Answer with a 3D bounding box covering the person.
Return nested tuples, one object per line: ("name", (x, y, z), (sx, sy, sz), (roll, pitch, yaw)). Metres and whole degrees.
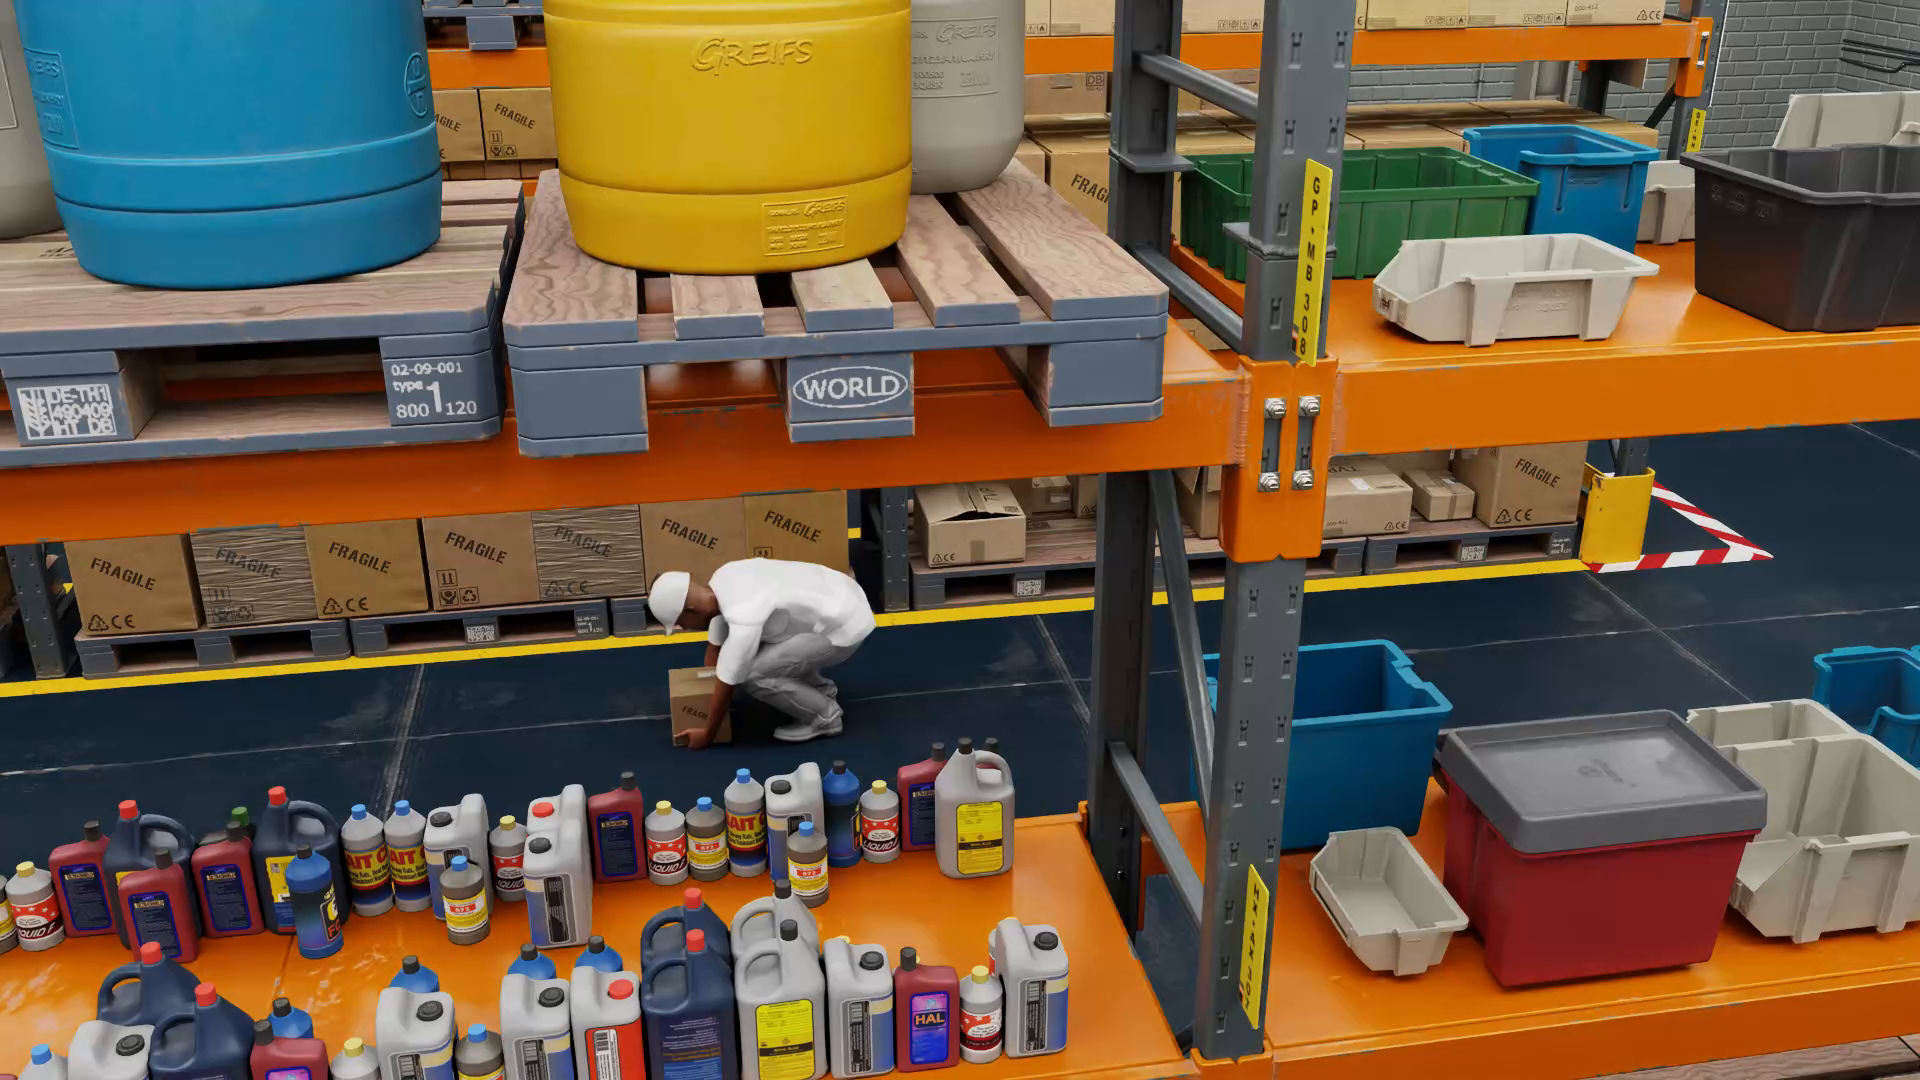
("person", (-0.846, 0.477, 7.222), (0.958, 0.814, 0.532), (-4, 24, -10))
